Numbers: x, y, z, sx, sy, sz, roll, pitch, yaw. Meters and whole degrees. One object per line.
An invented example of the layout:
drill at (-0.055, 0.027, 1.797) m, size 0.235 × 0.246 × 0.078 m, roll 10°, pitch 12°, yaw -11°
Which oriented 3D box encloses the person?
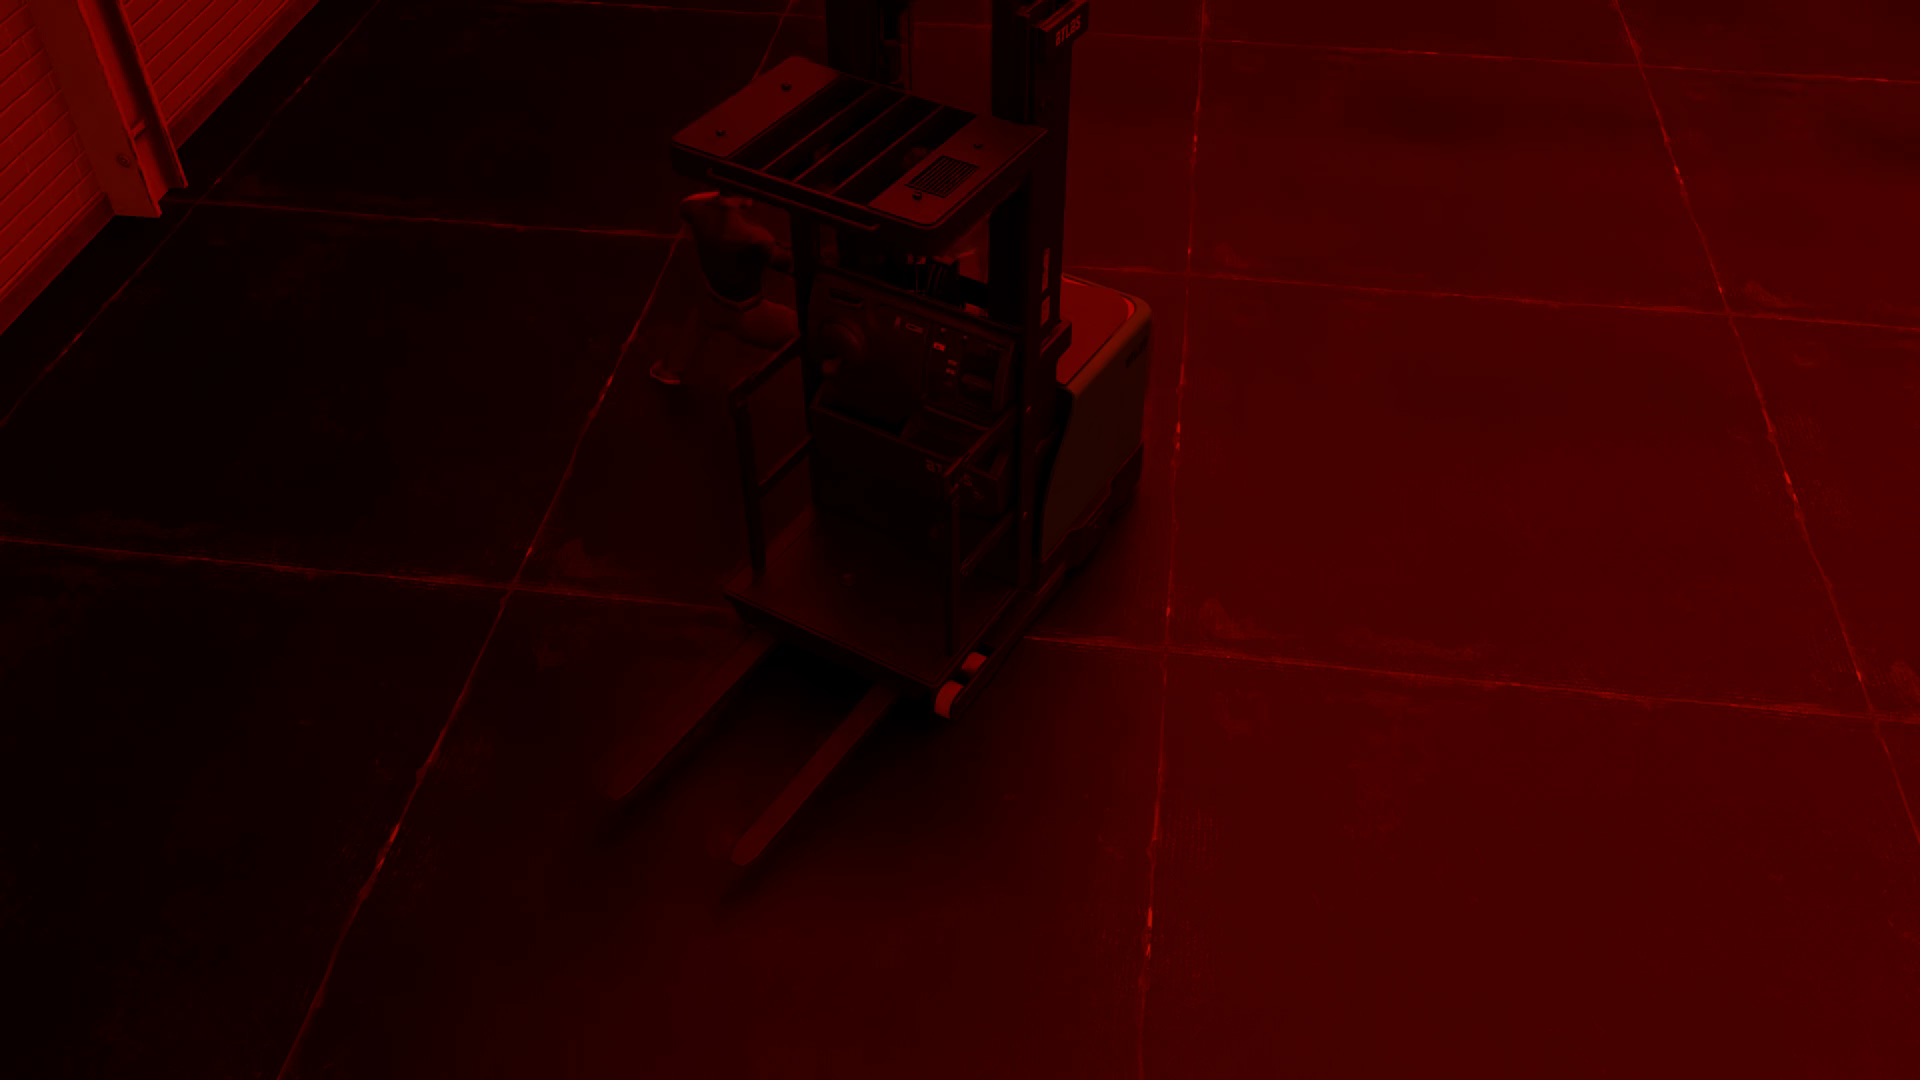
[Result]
person at (-1.014, -1.271, 8.213) m, size 1.218 × 1.429 × 0.676 m, roll 27°, pitch 49°, yaw 27°

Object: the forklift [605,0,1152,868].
forklift at (-0.315, -0.681, 6.465) m, size 1.130 × 2.935 × 3.031 m, roll 22°, pitch 47°, yaw 23°
